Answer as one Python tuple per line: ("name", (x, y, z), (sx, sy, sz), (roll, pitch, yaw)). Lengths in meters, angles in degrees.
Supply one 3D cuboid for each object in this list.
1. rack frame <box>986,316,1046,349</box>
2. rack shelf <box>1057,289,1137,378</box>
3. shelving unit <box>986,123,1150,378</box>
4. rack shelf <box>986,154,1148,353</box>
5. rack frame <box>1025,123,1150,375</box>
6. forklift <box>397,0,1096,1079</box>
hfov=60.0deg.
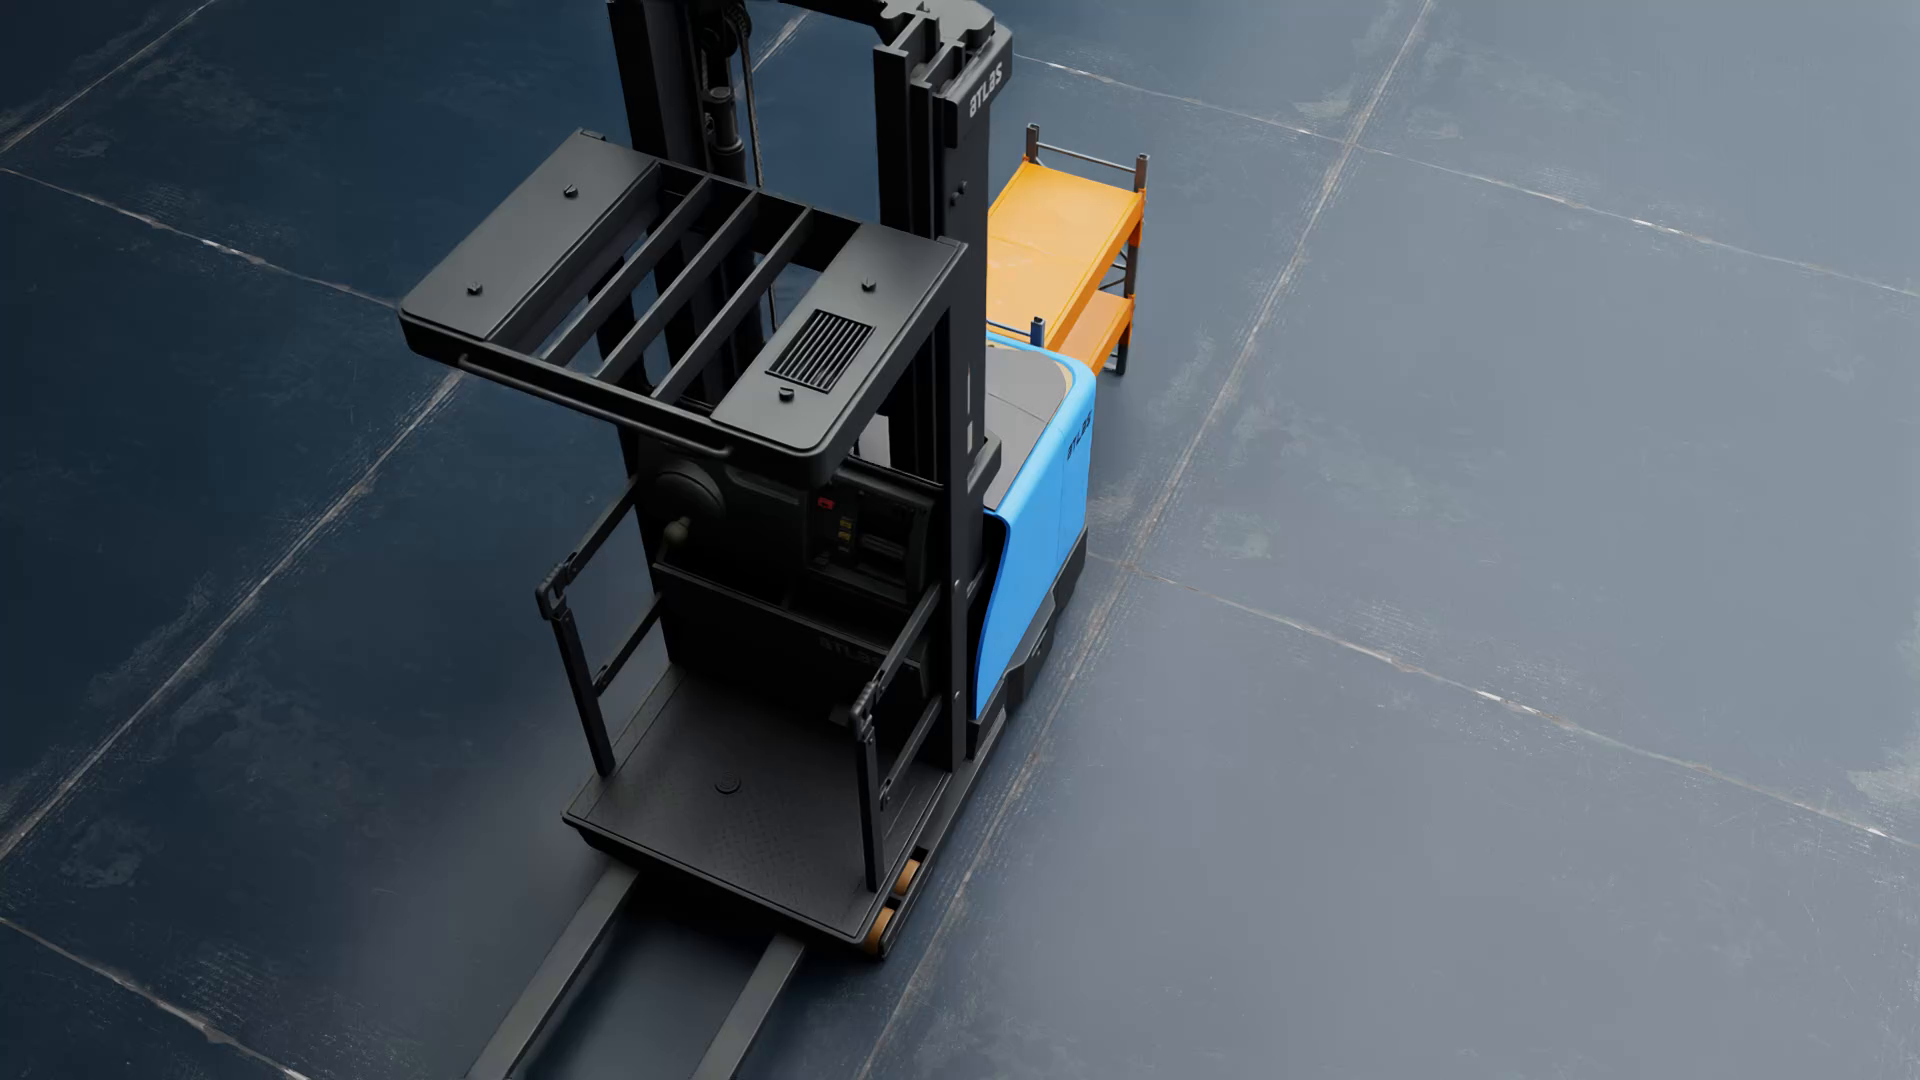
("rack frame", (0.062, -0.467, 6.224), (0.500, 1.125, 0.032), (19, 52, 16))
("rack shelf", (0.277, -0.659, 6.709), (0.538, 0.278, 1.000), (19, 52, 16))
("shelving unit", (0.277, -0.818, 6.522), (0.538, 1.125, 1.048), (19, 52, 16))
("rack shelf", (0.277, -1.008, 6.300), (0.538, 0.278, 1.000), (19, 52, 16))
("rack frame", (0.491, -1.169, 6.821), (0.500, 1.125, 0.032), (19, 52, 16))
("forklift", (-0.599, 0.012, 4.631), (1.130, 2.935, 3.031), (19, 52, 16))
